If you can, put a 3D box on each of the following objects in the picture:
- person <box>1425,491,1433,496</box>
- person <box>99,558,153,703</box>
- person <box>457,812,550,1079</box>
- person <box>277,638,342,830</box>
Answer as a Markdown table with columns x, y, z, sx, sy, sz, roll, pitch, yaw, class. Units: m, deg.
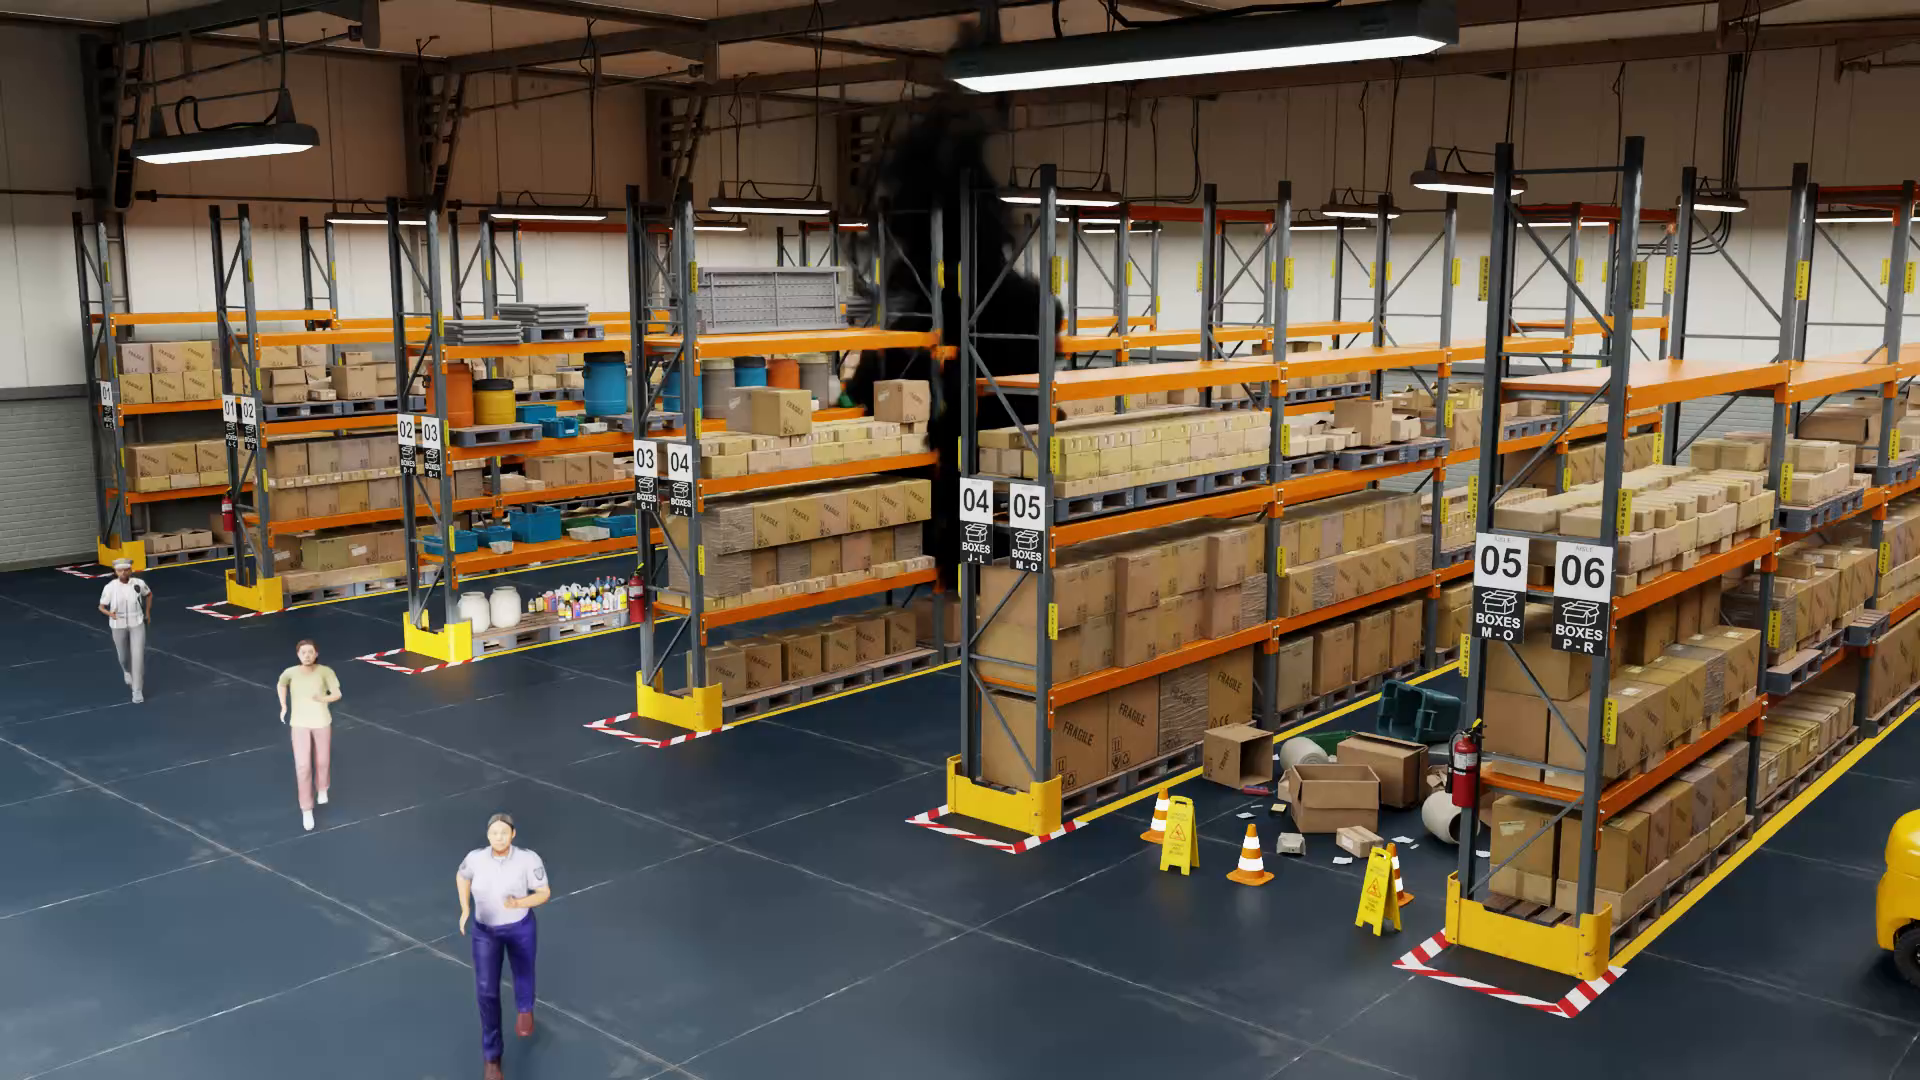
| x | y | z | sx | sy | sz | roll | pitch | yaw | class |
| --- | --- | --- | --- | --- | --- | --- | --- | --- | --- |
| 7.354 | 0.051 | 26.089 | 0.721 | 1.646 | 0.565 | -9 | 13 | -43 | person |
| -9.956 | 1.036 | 19.899 | 0.587 | 1.700 | 0.933 | -5 | 10 | -25 | person |
| -2.950 | 2.576 | 10.782 | 0.594 | 1.671 | 0.895 | -2 | 10 | -13 | person |
| -6.077 | 1.764 | 15.581 | 0.542 | 1.715 | 0.822 | -4 | 10 | -22 | person |
